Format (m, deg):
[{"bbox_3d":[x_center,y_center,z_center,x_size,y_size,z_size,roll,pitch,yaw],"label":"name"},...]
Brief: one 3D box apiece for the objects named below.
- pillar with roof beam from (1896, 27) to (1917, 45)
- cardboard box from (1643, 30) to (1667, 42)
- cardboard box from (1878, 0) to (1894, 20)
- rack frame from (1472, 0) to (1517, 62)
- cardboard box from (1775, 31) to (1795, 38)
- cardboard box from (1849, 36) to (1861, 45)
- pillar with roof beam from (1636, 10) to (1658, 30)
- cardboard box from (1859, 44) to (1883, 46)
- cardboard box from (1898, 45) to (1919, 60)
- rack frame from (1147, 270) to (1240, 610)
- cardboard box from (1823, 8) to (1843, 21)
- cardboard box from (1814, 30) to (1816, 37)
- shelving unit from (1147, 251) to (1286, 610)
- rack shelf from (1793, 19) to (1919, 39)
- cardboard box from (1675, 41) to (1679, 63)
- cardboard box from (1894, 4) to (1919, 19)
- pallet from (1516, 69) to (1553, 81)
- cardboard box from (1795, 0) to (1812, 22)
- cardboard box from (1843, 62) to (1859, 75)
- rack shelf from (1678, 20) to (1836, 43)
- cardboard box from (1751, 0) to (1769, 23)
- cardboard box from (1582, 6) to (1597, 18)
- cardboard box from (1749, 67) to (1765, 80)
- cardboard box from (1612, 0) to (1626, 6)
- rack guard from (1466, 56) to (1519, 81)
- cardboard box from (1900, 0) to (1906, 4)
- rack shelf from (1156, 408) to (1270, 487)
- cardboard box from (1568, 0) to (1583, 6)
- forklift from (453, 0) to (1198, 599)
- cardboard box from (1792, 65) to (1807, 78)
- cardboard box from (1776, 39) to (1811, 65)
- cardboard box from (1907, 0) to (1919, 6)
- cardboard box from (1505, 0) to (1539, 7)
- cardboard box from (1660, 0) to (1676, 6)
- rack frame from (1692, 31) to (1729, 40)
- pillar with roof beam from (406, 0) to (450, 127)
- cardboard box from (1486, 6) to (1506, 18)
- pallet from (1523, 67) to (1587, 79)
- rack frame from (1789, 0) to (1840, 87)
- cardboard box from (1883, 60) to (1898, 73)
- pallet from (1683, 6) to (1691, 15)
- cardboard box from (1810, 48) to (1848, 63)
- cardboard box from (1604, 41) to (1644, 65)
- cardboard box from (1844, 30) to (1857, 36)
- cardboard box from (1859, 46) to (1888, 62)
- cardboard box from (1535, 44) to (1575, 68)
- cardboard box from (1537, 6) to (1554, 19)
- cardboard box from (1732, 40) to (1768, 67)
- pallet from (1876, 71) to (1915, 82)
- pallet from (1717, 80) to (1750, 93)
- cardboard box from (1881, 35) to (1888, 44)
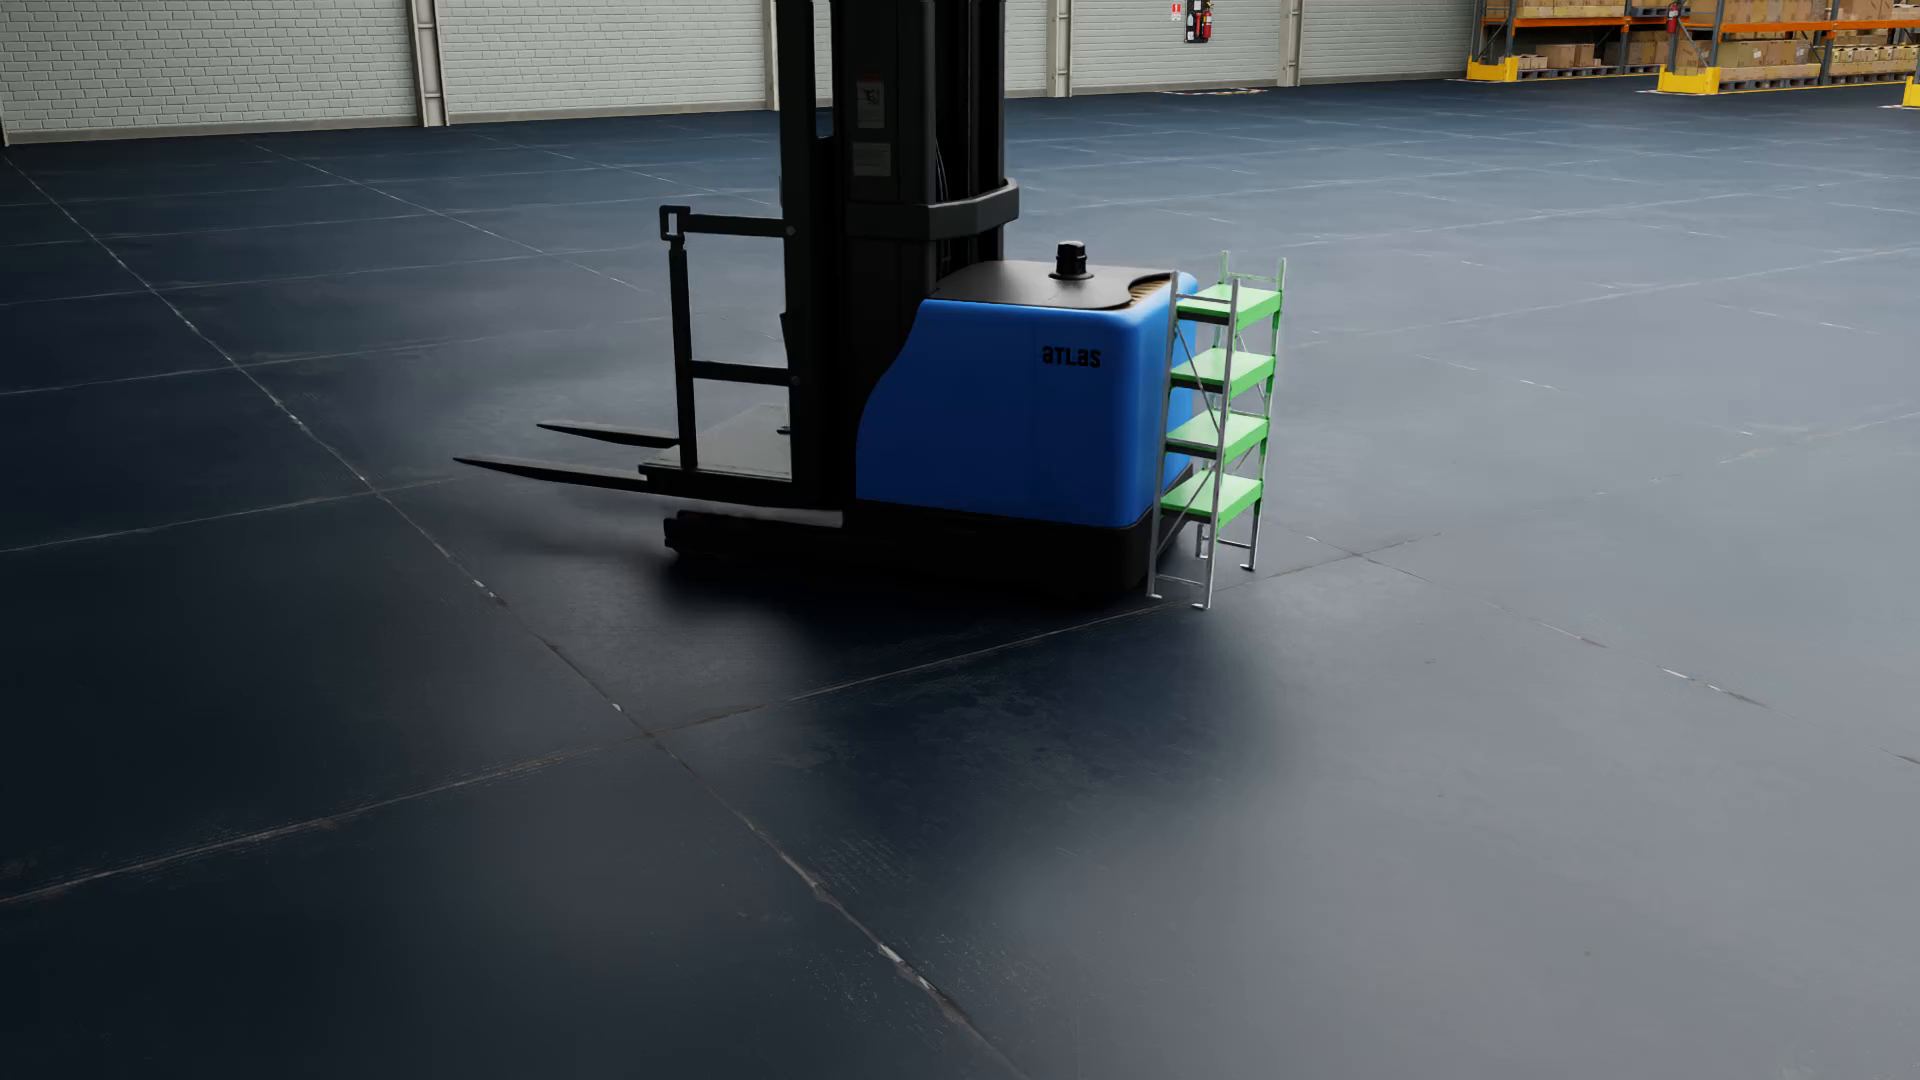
[{"bbox_3d":[29.321,-16.912,42.718,0.400,9.000,9.100,-12,22,-31],"label":"pillar with roof beam"},{"bbox_3d":[16.556,-12.085,39.854,0.500,0.250,0.500,-13,22,-33],"label":"cardboard box"},{"bbox_3d":[19.827,-11.528,36.005,0.500,0.500,0.500,-13,23,-34],"label":"cardboard box"},{"bbox_3d":[11.811,-11.696,36.657,0.127,3.000,1.000,-12,22,-31],"label":"rack frame"},{"bbox_3d":[20.621,-12.684,42.279,0.750,0.750,0.750,-11,22,-30],"label":"cardboard box"},{"bbox_3d":[23.365,-13.106,44.076,0.500,0.500,0.700,-11,22,-30],"label":"cardboard box"},{"bbox_3d":[19.299,-14.798,36.465,0.400,9.000,9.100,-12,22,-31],"label":"pillar with roof beam"},{"bbox_3d":[20.187,-10.834,36.870,0.500,0.311,0.500,-13,22,-33],"label":"cardboard box"},{"bbox_3d":[20.918,-10.785,36.723,0.500,0.311,0.500,-11,22,-30],"label":"cardboard box"},{"bbox_3d":[0.814,-0.338,5.854,0.240,1.200,0.015,12,22,26],"label":"rack frame"},{"bbox_3d":[18.266,-11.104,35.139,0.500,0.250,0.500,-10,21,-28],"label":"cardboard box"},{"bbox_3d":[22.284,-13.264,43.529,0.250,0.149,0.380,-12,22,-32],"label":"cardboard box"},{"bbox_3d":[0.932,-0.406,6.056,0.258,1.200,0.503,12,22,26],"label":"shelving unit"},{"bbox_3d":[19.550,-11.088,35.981,4.000,0.370,1.077,-12,22,-31],"label":"rack shelf"},{"bbox_3d":[17.026,-11.834,40.281,0.500,0.500,0.700,-12,22,-32],"label":"cardboard box"},{"bbox_3d":[20.892,-11.686,36.767,0.500,0.311,0.500,-10,21,-28],"label":"cardboard box"},{"bbox_3d":[12.572,-10.522,37.539,1.213,0.211,1.003,-12,22,-31],"label":"pallet"},{"bbox_3d":[17.075,-10.949,34.292,0.500,0.500,0.700,-12,22,-32],"label":"cardboard box"},{"bbox_3d":[18.780,-10.067,35.476,0.500,0.250,0.500,-11,22,-30],"label":"cardboard box"},{"bbox_3d":[16.209,-10.383,33.897,4.000,0.370,1.077,-12,22,-31],"label":"rack shelf"},{"bbox_3d":[15.789,-10.677,33.488,0.500,0.500,0.700,-12,22,-31],"label":"cardboard box"},{"bbox_3d":[14.091,-11.996,37.748,0.500,0.250,0.500,-12,22,-32],"label":"cardboard box"},{"bbox_3d":[15.942,-9.480,33.740,0.500,0.250,0.500,-12,22,-31],"label":"cardboard box"},{"bbox_3d":[14.927,-12.528,38.151,0.500,0.500,0.500,-12,22,-32],"label":"cardboard box"},{"bbox_3d":[11.874,-10.525,37.097,0.348,0.500,1.175,-12,22,-31],"label":"rack guard"},{"bbox_3d":[24.753,-14.564,44.672,0.700,0.700,0.980,-11,21,-29],"label":"cardboard box"},{"bbox_3d":[0.930,-0.346,6.078,0.258,0.148,0.480,12,22,26],"label":"rack shelf"},{"bbox_3d":[13.653,-12.261,37.361,0.500,0.500,0.500,-11,22,-30],"label":"cardboard box"},{"bbox_3d":[-0.630,-1.452,6.462,3.031,2.935,1.130,7,20,20],"label":"forklift"},{"bbox_3d":[17.189,-9.747,34.530,0.500,0.250,0.500,-12,22,-31],"label":"cardboard box"},{"bbox_3d":[17.188,-10.103,34.411,0.500,0.500,0.500,-12,22,-31],"label":"cardboard box"},{"bbox_3d":[21.684,-12.168,37.242,0.700,0.500,0.500,14,23,35],"label":"cardboard box"},{"bbox_3d":[12.375,-11.993,36.569,0.500,0.500,0.500,-12,22,-31],"label":"cardboard box"},{"bbox_3d":[16.599,-12.958,39.546,0.500,0.500,0.700,-9,21,-24],"label":"cardboard box"},{"bbox_3d":[18.492,-13.105,40.825,0.127,3.000,1.000,-12,22,-31],"label":"rack frame"},{"bbox_3d":[-5.757,-9.514,20.835,0.400,9.000,9.100,-12,22,-31],"label":"pillar with roof beam"},{"bbox_3d":[12.095,-11.769,37.075,0.500,0.250,0.500,-12,22,-31],"label":"cardboard box"},{"bbox_3d":[13.590,-10.736,38.170,1.213,0.211,1.003,-12,22,-31],"label":"pallet"},{"bbox_3d":[17.879,-11.076,34.824,0.127,3.000,1.000,-12,22,-31],"label":"rack frame"},{"bbox_3d":[20.064,-10.340,36.283,0.500,0.250,0.500,-11,22,-30],"label":"cardboard box"},{"bbox_3d":[17.956,-12.860,40.400,1.003,0.211,1.213,-12,22,-31],"label":"pallet"},{"bbox_3d":[18.361,-10.244,35.125,0.500,0.311,0.500,-12,22,-31],"label":"cardboard box"},{"bbox_3d":[15.757,-11.559,39.468,0.500,0.500,0.700,-11,22,-30],"label":"cardboard box"},{"bbox_3d":[23.336,-13.340,43.753,0.250,0.149,0.380,-13,22,-33],"label":"cardboard box"},{"bbox_3d":[19.645,-10.515,35.927,0.500,0.311,0.500,-11,22,-30],"label":"cardboard box"},{"bbox_3d":[13.555,-11.034,37.916,0.500,0.500,0.700,-14,23,-35],"label":"cardboard box"},{"bbox_3d":[12.819,-11.731,36.963,0.500,0.250,0.500,-13,22,-33],"label":"cardboard box"},{"bbox_3d":[15.936,-9.838,33.629,0.500,0.500,0.500,-12,22,-31],"label":"cardboard box"},{"bbox_3d":[20.511,-10.325,36.956,1.213,0.211,1.003,-12,22,-31],"label":"pallet"},{"bbox_3d":[15.154,-9.197,33.618,1.213,0.211,1.003,-12,22,-31],"label":"pallet"},{"bbox_3d":[24.644,-13.379,44.883,0.500,0.500,0.700,-12,22,-31],"label":"cardboard box"}]
